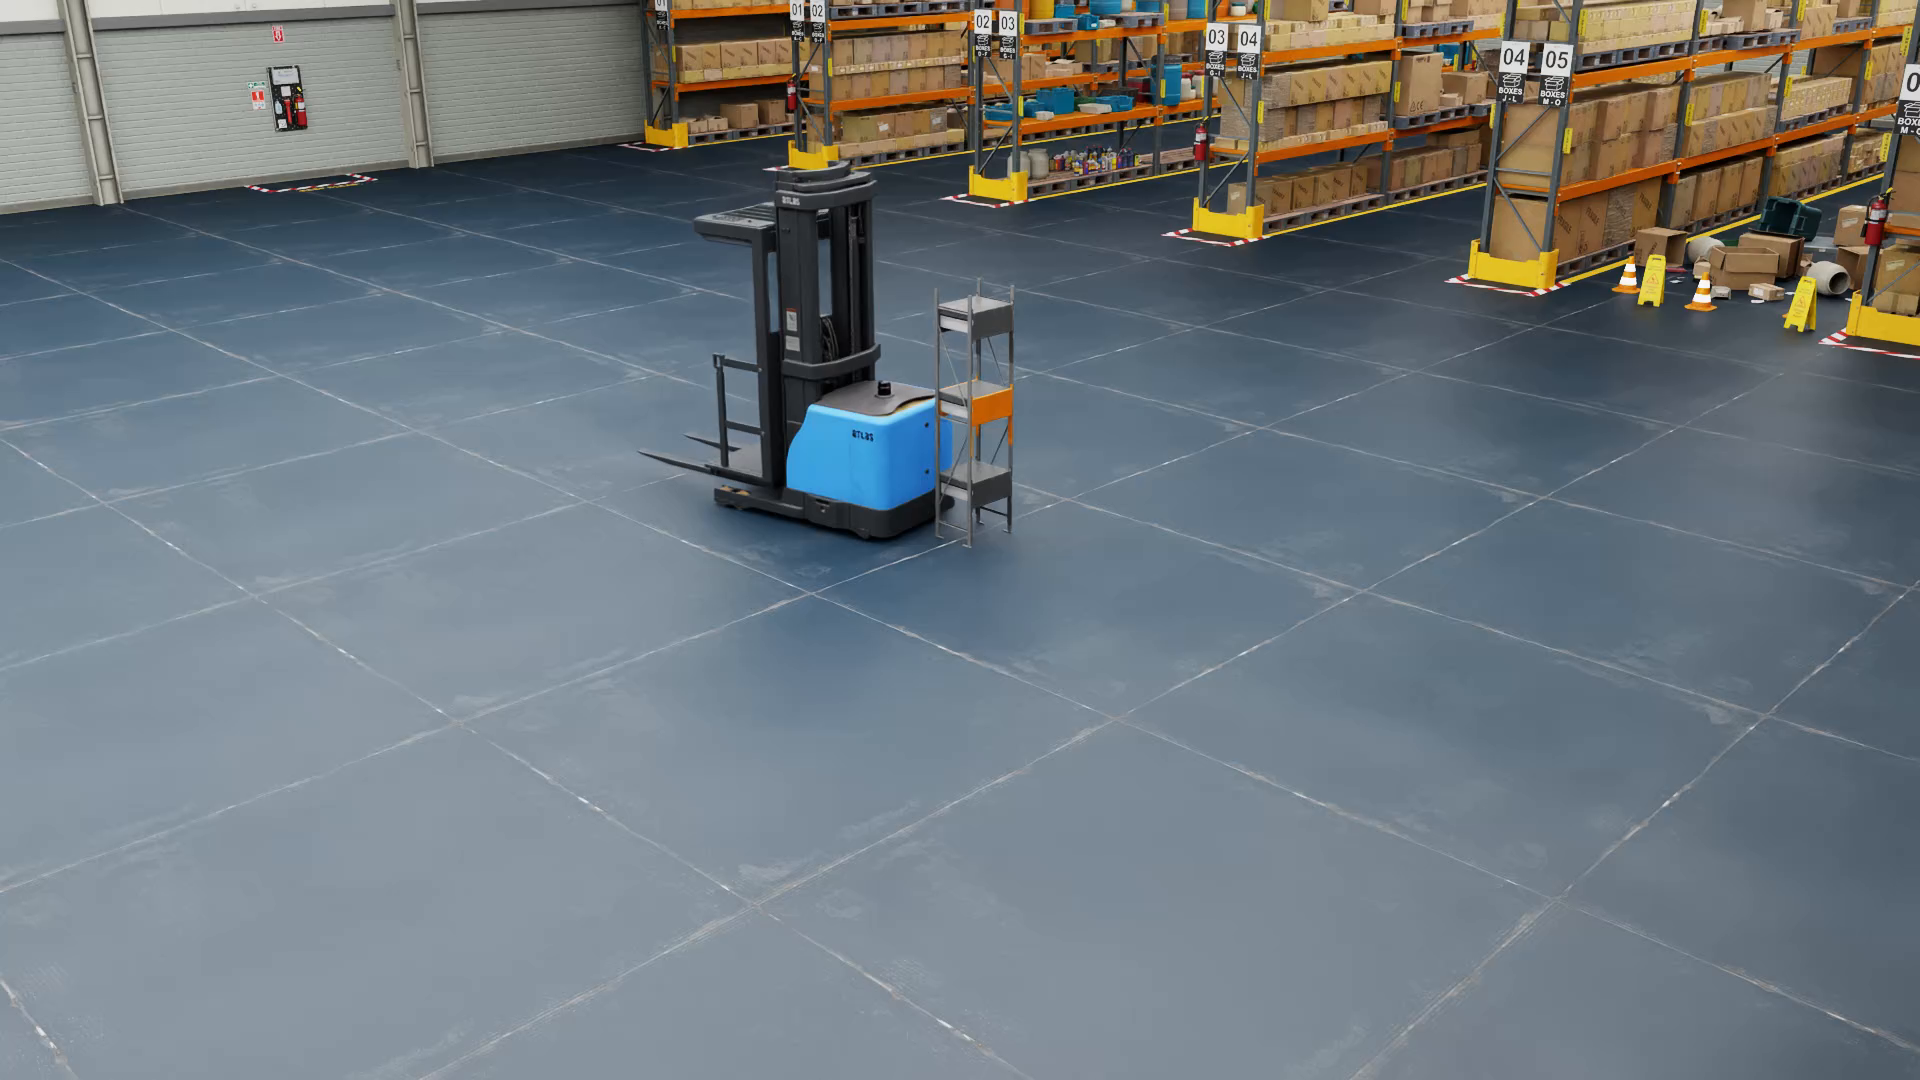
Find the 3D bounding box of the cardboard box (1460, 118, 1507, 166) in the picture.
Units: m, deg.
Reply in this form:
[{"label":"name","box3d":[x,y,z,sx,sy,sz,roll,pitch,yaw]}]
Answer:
[{"label":"cardboard box","box3d":[10.288,-7.716,32.071,1.225,0.875,0.875,18,27,38]}]

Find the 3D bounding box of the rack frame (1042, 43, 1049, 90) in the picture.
[{"label":"rack frame","box3d":[1.935,-13.087,43.668,1.000,3.000,0.127,19,28,41]}]

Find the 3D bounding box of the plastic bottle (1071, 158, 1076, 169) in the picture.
[{"label":"plastic bottle","box3d":[2.151,-7.122,31.436,0.097,0.201,0.097,0,21,0]}]

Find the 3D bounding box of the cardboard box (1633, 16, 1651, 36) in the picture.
[{"label":"cardboard box","box3d":[9.270,-7.176,23.180,0.500,0.250,0.500,19,28,40]}]

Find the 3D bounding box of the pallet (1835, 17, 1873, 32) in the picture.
[{"label":"pallet","box3d":[15.558,-9.280,29.847,1.213,0.211,1.003,19,28,41]}]

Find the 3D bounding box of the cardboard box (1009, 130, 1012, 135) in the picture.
[{"label":"cardboard box","box3d":[1.082,-9.010,36.310,0.500,0.250,0.500,18,28,39]}]

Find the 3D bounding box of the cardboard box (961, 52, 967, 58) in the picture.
[{"label":"cardboard box","box3d":[-0.032,-12.087,41.389,0.250,0.149,0.380,-19,28,-40]}]

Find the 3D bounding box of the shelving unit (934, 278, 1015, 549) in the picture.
[{"label":"shelving unit","box3d":[0.115,-1.023,13.536,0.431,2.100,0.503,19,28,41]}]

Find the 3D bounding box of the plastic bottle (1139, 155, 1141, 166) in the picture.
[{"label":"plastic bottle","box3d":[3.422,-7.278,31.844,0.097,0.201,0.097,0,21,0]}]

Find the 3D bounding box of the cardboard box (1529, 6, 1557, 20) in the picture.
[{"label":"cardboard box","box3d":[7.861,-7.148,22.552,0.380,0.149,0.250,19,28,41]}]

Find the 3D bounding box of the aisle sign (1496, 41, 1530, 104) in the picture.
[{"label":"aisle sign","box3d":[7.429,-6.286,22.351,0.394,0.787,0.004,19,28,41]}]

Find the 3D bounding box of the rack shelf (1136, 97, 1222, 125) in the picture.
[{"label":"rack shelf","box3d":[4.847,-8.729,33.333,1.077,0.370,4.000,19,28,41]}]

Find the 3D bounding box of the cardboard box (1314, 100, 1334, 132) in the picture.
[{"label":"cardboard box","box3d":[5.614,-7.005,27.291,0.875,0.500,0.500,19,28,41]}]

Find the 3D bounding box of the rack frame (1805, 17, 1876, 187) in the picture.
[{"label":"rack frame","box3d":[16.065,-8.100,30.695,1.000,3.000,0.127,19,28,41]}]

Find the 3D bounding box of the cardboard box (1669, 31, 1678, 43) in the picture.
[{"label":"cardboard box","box3d":[10.104,-7.264,23.964,0.250,0.149,0.380,-20,28,-41]}]

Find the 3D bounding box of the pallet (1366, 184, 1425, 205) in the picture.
[{"label":"pallet","box3d":[7.543,-6.210,29.664,1.003,0.211,1.213,19,28,41]}]

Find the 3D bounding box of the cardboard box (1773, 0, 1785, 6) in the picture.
[{"label":"cardboard box","box3d":[13.718,-9.180,28.118,0.396,0.266,0.258,19,28,41]}]

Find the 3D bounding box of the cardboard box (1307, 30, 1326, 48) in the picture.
[{"label":"cardboard box","box3d":[5.436,-7.932,26.287,0.500,0.250,0.500,19,28,40]}]

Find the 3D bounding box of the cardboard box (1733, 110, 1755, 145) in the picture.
[{"label":"cardboard box","box3d":[12.455,-6.679,26.858,0.500,0.500,0.500,19,28,40]}]

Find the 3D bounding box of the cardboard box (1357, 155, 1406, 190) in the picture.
[{"label":"cardboard box","box3d":[7.445,-6.502,29.408,0.700,0.500,0.500,17,27,37]}]

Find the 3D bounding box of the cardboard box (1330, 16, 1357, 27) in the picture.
[{"label":"cardboard box","box3d":[6.209,-8.414,26.984,0.250,0.149,0.380,-19,28,-40]}]

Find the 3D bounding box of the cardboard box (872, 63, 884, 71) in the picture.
[{"label":"cardboard box","box3d":[-1.738,-9.425,33.099,0.380,0.149,0.250,18,27,39]}]

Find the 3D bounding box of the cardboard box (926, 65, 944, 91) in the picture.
[{"label":"cardboard box","box3d":[-0.763,-9.585,34.419,0.700,0.500,0.500,19,28,40]}]

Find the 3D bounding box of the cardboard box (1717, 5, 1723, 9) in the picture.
[{"label":"cardboard box","box3d":[12.612,-8.542,27.063,0.500,0.311,0.500,19,28,41]}]

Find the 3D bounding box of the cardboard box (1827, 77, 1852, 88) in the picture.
[{"label":"cardboard box","box3d":[15.925,-8.304,30.162,0.250,0.149,0.380,-19,28,-40]}]

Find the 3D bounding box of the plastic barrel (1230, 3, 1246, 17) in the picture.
[{"label":"plastic barrel","box3d":[5.523,-10.529,33.026,0.301,0.262,0.301,0,21,0]}]

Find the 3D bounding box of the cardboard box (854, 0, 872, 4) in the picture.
[{"label":"cardboard box","box3d":[-1.938,-10.566,32.498,0.380,0.149,0.250,19,28,41]}]

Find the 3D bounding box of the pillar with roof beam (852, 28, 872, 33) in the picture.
[{"label":"pillar with roof beam","box3d":[0.702,-13.663,36.807,9.100,9.000,0.400,19,28,41]}]

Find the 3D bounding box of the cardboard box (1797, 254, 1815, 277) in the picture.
[{"label":"cardboard box","box3d":[11.995,-3.882,23.532,0.258,0.266,0.396,2,21,4]}]

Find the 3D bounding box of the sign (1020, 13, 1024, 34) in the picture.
[{"label":"sign","box3d":[1.053,-8.788,28.291,0.100,0.325,0.005,19,28,41]}]

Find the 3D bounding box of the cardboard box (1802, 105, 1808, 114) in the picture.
[{"label":"cardboard box","box3d":[14.478,-7.492,28.878,0.250,0.149,0.380,-19,28,-40]}]

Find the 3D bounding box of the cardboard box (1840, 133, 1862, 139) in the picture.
[{"label":"cardboard box","box3d":[17.559,-7.934,32.823,0.250,0.149,0.380,-19,28,-40]}]

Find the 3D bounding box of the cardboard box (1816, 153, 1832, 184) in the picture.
[{"label":"cardboard box","box3d":[15.371,-6.744,30.066,0.500,0.500,0.500,18,28,39]}]

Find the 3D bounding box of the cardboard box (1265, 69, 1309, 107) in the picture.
[{"label":"cardboard box","box3d":[5.143,-7.135,26.236,0.500,0.500,0.500,19,28,41]}]

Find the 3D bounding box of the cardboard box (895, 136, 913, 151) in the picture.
[{"label":"cardboard box","box3d":[-1.304,-8.143,34.053,0.500,0.250,0.500,19,28,41]}]

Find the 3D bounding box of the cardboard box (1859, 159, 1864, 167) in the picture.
[{"label":"cardboard box","box3d":[17.012,-7.202,31.745,0.380,0.149,0.250,19,28,40]}]

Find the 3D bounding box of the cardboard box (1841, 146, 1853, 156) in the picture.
[{"label":"cardboard box","box3d":[16.454,-7.280,31.119,0.250,0.149,0.380,-19,28,-40]}]

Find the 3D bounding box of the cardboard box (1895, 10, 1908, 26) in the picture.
[{"label":"cardboard box","box3d":[17.297,-9.743,30.998,0.500,0.250,0.500,-19,28,-40]}]

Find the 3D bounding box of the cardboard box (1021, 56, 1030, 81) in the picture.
[{"label":"cardboard box","box3d":[1.170,-10.295,36.267,0.500,0.500,0.500,19,28,41]}]

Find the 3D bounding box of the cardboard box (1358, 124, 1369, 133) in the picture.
[{"label":"cardboard box","box3d":[6.663,-6.954,28.062,0.380,0.149,0.250,19,28,41]}]

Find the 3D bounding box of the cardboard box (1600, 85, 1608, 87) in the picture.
[{"label":"cardboard box","box3d":[13.026,-9.243,34.018,0.380,0.149,0.250,19,28,41]}]

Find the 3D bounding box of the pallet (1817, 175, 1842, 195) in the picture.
[{"label":"pallet","box3d":[15.523,-6.598,30.673,1.003,0.211,1.213,19,28,41]}]

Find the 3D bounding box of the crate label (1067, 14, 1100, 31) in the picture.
[{"label":"crate label","box3d":[2.204,-9.252,29.717,0.502,0.251,0.408,19,28,41]}]

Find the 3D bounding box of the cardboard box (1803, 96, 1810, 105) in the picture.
[{"label":"cardboard box","box3d":[14.477,-7.632,28.827,0.380,0.149,0.250,19,28,41]}]

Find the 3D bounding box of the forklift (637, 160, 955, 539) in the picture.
[{"label":"forklift","box3d":[-1.545,-1.768,14.316,3.031,2.935,1.130,14,25,32]}]

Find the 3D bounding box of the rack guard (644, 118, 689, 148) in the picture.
[{"label":"rack guard","box3d":[-6.383,-8.855,36.142,1.175,0.500,0.348,19,28,41]}]

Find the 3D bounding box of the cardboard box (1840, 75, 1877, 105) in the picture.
[{"label":"cardboard box","box3d":[16.591,-8.350,30.790,0.500,0.500,0.500,19,28,40]}]

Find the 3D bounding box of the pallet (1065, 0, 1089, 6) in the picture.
[{"label":"pallet","box3d":[2.287,-11.935,36.754,1.003,0.211,1.213,-19,28,-40]}]

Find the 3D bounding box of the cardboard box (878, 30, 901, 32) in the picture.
[{"label":"cardboard box","box3d":[-1.547,-12.037,40.184,0.700,0.500,0.500,16,26,36]}]

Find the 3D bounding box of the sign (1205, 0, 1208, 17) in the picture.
[{"label":"sign","box3d":[3.827,-8.240,25.644,0.100,0.325,0.005,19,28,41]}]

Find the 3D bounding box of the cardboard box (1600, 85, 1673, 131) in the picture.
[{"label":"cardboard box","box3d":[9.902,-6.361,24.456,0.875,0.550,0.550,19,28,41]}]

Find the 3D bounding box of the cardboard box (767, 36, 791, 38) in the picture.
[{"label":"cardboard box","box3d":[-4.124,-11.251,38.028,0.500,0.500,0.500,18,28,39]}]

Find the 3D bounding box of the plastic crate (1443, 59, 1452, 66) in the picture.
[{"label":"plastic crate","box3d":[11.384,-11.285,39.265,0.396,0.136,0.243,19,28,41]}]
